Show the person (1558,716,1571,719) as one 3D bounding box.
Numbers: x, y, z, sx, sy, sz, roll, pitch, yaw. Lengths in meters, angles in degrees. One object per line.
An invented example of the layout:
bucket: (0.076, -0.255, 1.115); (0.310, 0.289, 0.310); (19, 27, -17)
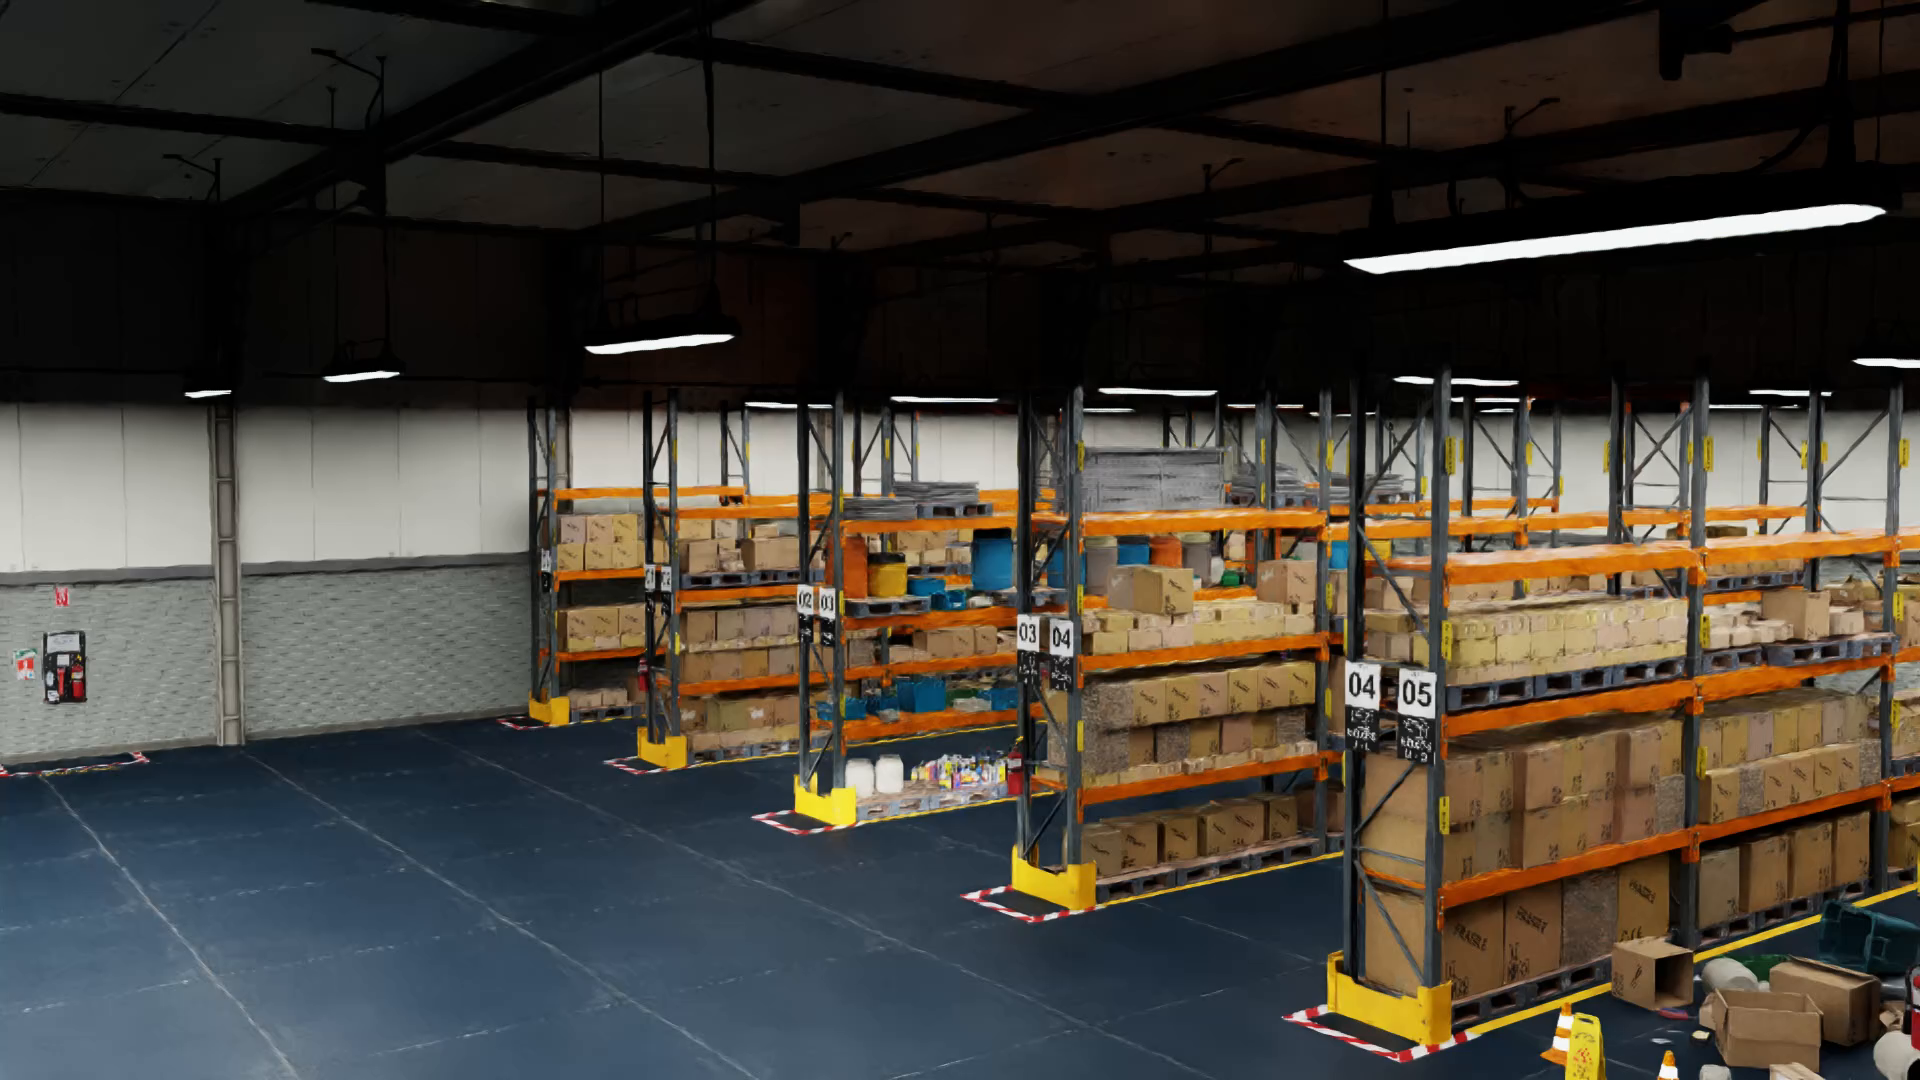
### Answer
person: (7.913, 3.005, 21.800); (1.036, 1.707, 0.536); (-3, 5, -44)
